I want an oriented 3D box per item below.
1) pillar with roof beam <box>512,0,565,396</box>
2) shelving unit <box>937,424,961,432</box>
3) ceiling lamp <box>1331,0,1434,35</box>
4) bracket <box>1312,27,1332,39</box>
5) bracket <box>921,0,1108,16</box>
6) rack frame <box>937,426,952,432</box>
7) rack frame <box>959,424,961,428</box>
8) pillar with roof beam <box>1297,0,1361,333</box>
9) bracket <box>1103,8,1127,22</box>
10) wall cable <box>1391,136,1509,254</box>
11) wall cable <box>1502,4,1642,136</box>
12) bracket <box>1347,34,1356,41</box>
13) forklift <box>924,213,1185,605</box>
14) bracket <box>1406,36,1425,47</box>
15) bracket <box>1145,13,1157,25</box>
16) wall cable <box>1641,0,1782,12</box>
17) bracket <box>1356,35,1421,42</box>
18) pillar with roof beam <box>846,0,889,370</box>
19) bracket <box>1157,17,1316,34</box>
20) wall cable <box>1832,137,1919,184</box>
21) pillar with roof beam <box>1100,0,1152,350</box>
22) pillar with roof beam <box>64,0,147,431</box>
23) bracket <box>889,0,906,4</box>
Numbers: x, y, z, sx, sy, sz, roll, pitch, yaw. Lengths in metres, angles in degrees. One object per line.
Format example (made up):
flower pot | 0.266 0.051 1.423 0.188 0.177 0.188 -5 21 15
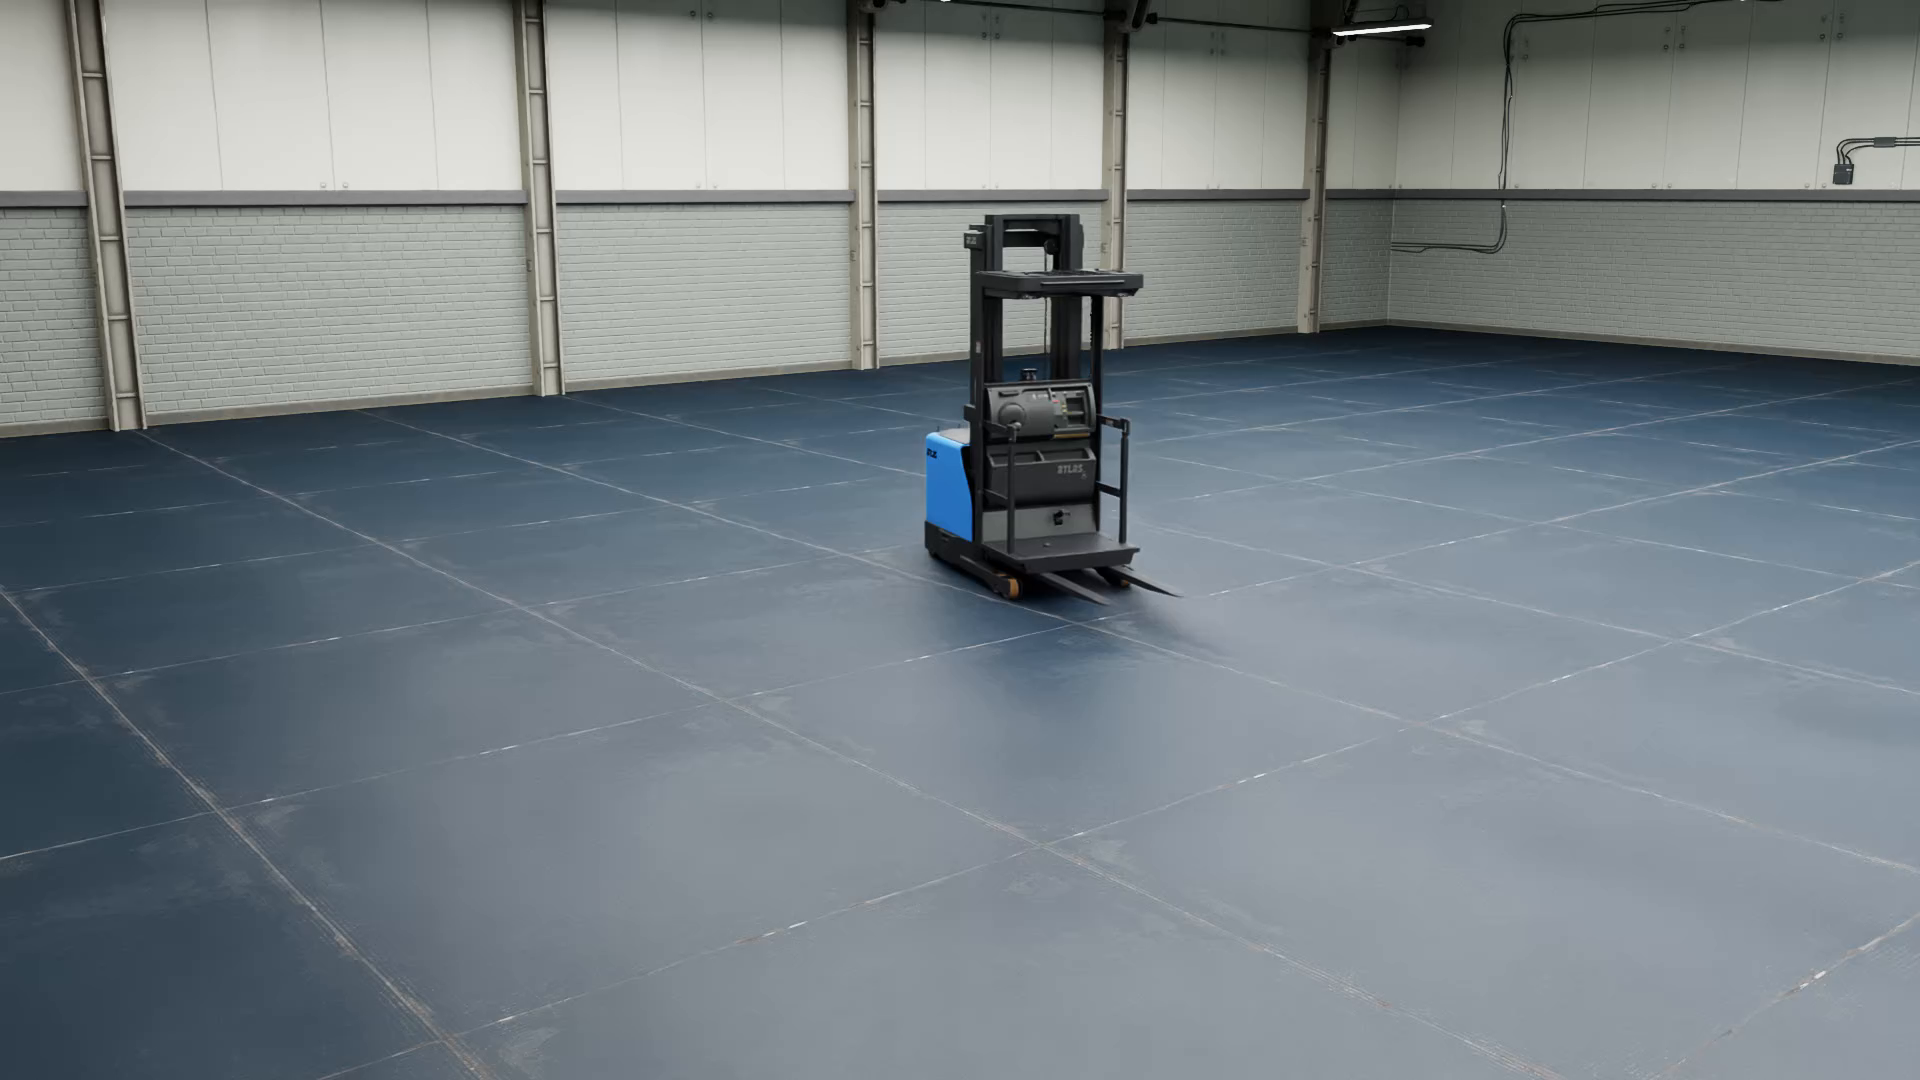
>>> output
pillar with roof beam | -3.672 -5.960 21.533 0.400 9.000 9.100 -9 15 -38
shelving unit | -0.042 -0.507 14.987 0.252 1.050 0.215 -9 15 -38
ceiling lamp | 7.643 -10.578 29.225 0.800 3.185 2.000 -9 15 -38
bracket | 7.591 -10.643 34.922 0.430 0.232 0.235 -9 15 -38
bracket | 0.894 -9.531 29.681 4.783 0.066 0.076 -9 15 -38
rack frame | -0.137 -0.491 14.912 0.008 1.050 0.200 -9 15 -38
rack frame | 0.053 -0.522 15.062 0.008 1.050 0.200 -9 15 -38
pillar with roof beam | 10.383 -8.296 32.532 0.548 9.000 9.100 -9 15 -38
bracket | 2.906 -9.865 31.255 0.430 0.232 0.235 -9 15 -38
wall cable | 10.820 -7.643 36.933 0.112 2.526 3.097 -9 15 -38
wall cable | 12.510 -9.675 34.342 0.112 2.526 3.097 -9 15 -38
bracket | 8.239 -10.751 35.429 0.430 0.232 0.235 -9 15 -38
forklift | 0.741 -1.071 13.116 1.130 2.935 3.031 -5 13 -23
bracket | 10.090 -11.059 36.877 0.430 0.232 0.235 -9 15 -38
bracket | 3.554 -9.973 31.763 0.430 0.232 0.235 -9 15 -38
wall cable | 14.443 -11.398 31.506 0.112 2.526 3.097 -9 15 -38
bracket | 9.629 -10.982 36.517 3.189 0.066 0.076 -9 15 -38
pillar with roof beam | 1.013 -6.739 25.199 0.548 9.000 9.100 -9 15 -38
bracket | 5.579 -10.309 33.348 4.783 0.066 0.076 -9 15 -38
wall cable | 16.738 -9.284 28.997 0.169 6.003 2.305 -9 15 -38
pillar with roof beam | 5.698 -7.517 28.866 0.548 9.000 9.100 -9 15 -38
pillar with roof beam | -8.358 -5.182 17.866 0.400 9.000 9.100 -9 15 -38
bracket | -1.131 -9.194 28.096 0.430 0.232 0.235 -9 15 -38
